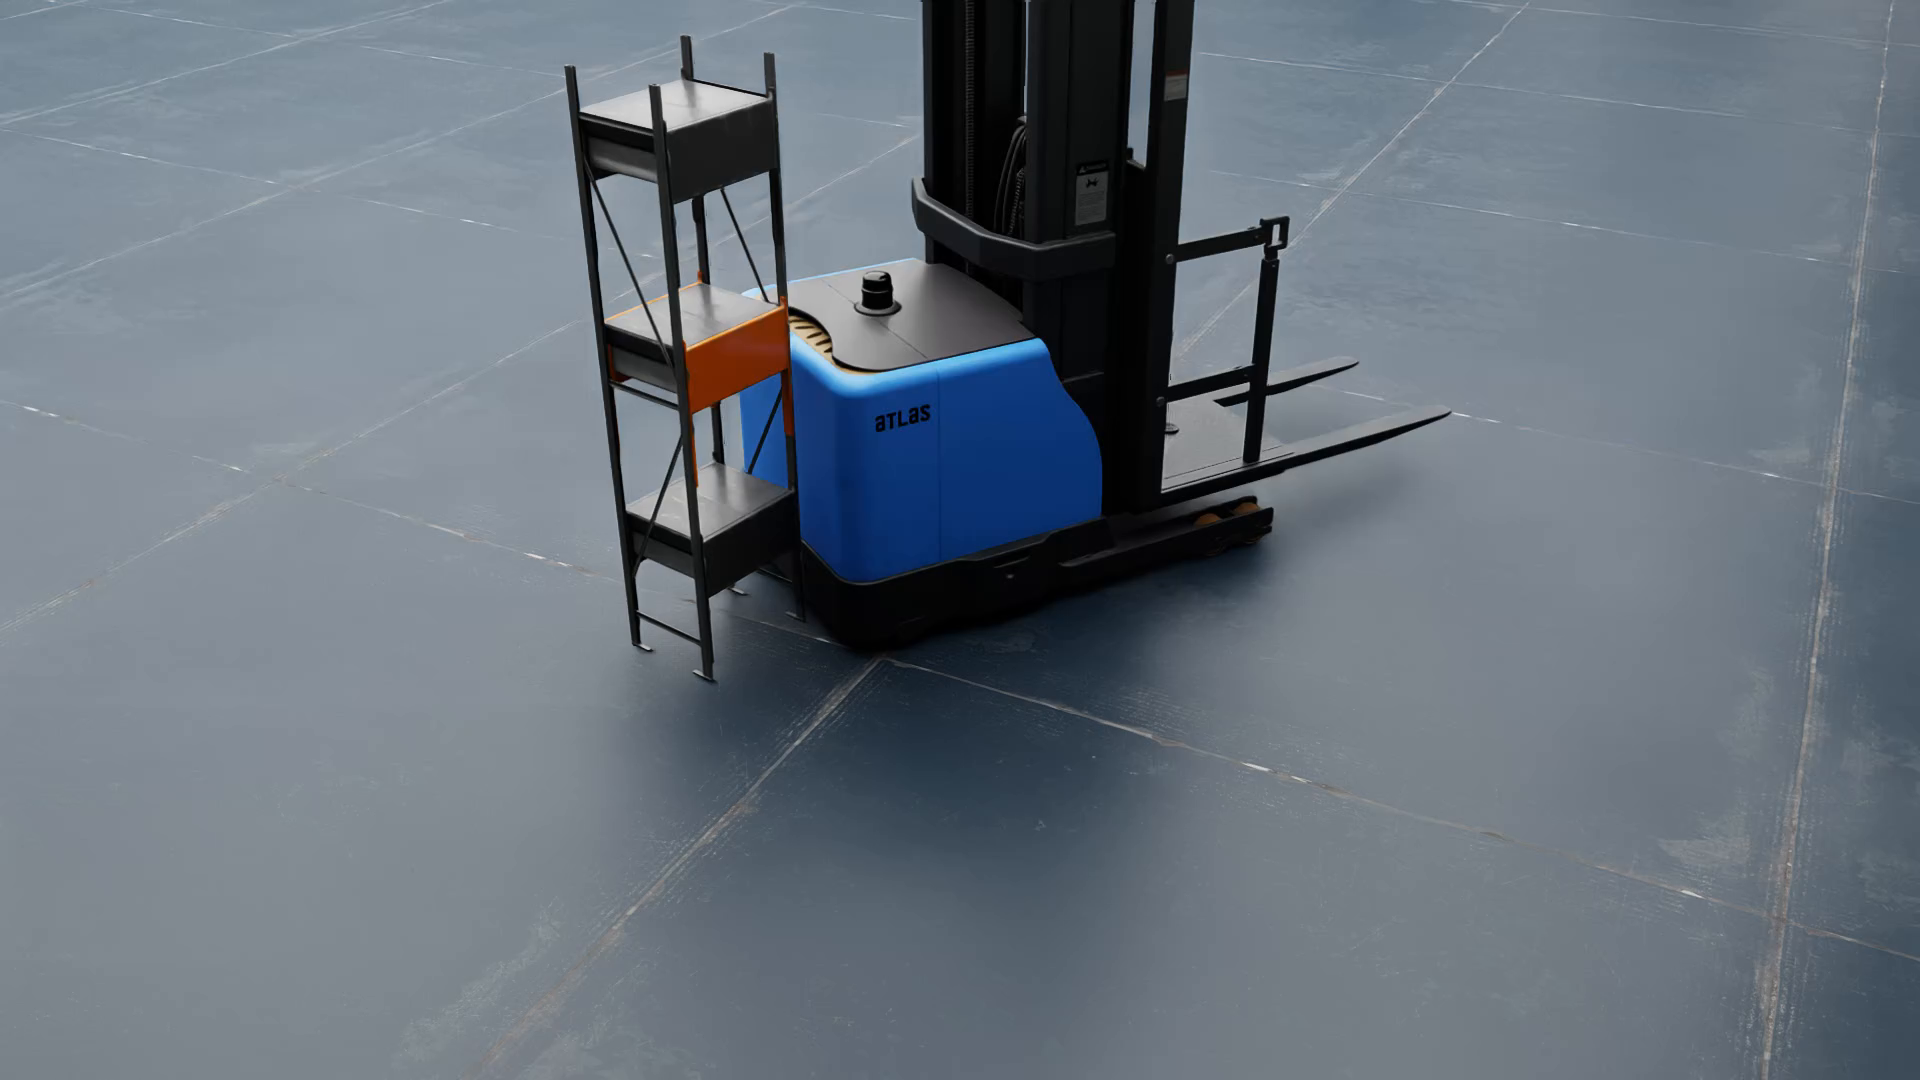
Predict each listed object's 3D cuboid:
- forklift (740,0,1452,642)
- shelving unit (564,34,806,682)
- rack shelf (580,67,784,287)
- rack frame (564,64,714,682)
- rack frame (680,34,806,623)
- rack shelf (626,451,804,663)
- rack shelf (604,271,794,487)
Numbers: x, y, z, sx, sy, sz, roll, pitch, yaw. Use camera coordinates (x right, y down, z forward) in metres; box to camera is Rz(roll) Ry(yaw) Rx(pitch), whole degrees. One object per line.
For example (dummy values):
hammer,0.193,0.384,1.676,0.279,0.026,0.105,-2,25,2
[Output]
forklift,0.678,-1.421,6.281,3.031,2.935,1.130,-16,33,-25
shelving unit,-0.889,-0.567,5.629,0.431,2.100,0.503,21,36,32
rack shelf,-0.889,-1.162,5.287,0.431,0.518,0.480,21,36,32
rack frame,-1.036,-0.470,5.460,0.400,2.100,0.015,21,36,32
rack frame,-0.741,-0.664,5.798,0.400,2.100,0.015,21,36,32
rack shelf,-0.889,0.052,5.985,0.431,0.518,0.480,21,36,32
rack shelf,-0.889,-0.555,5.636,0.431,0.518,0.480,21,36,32
